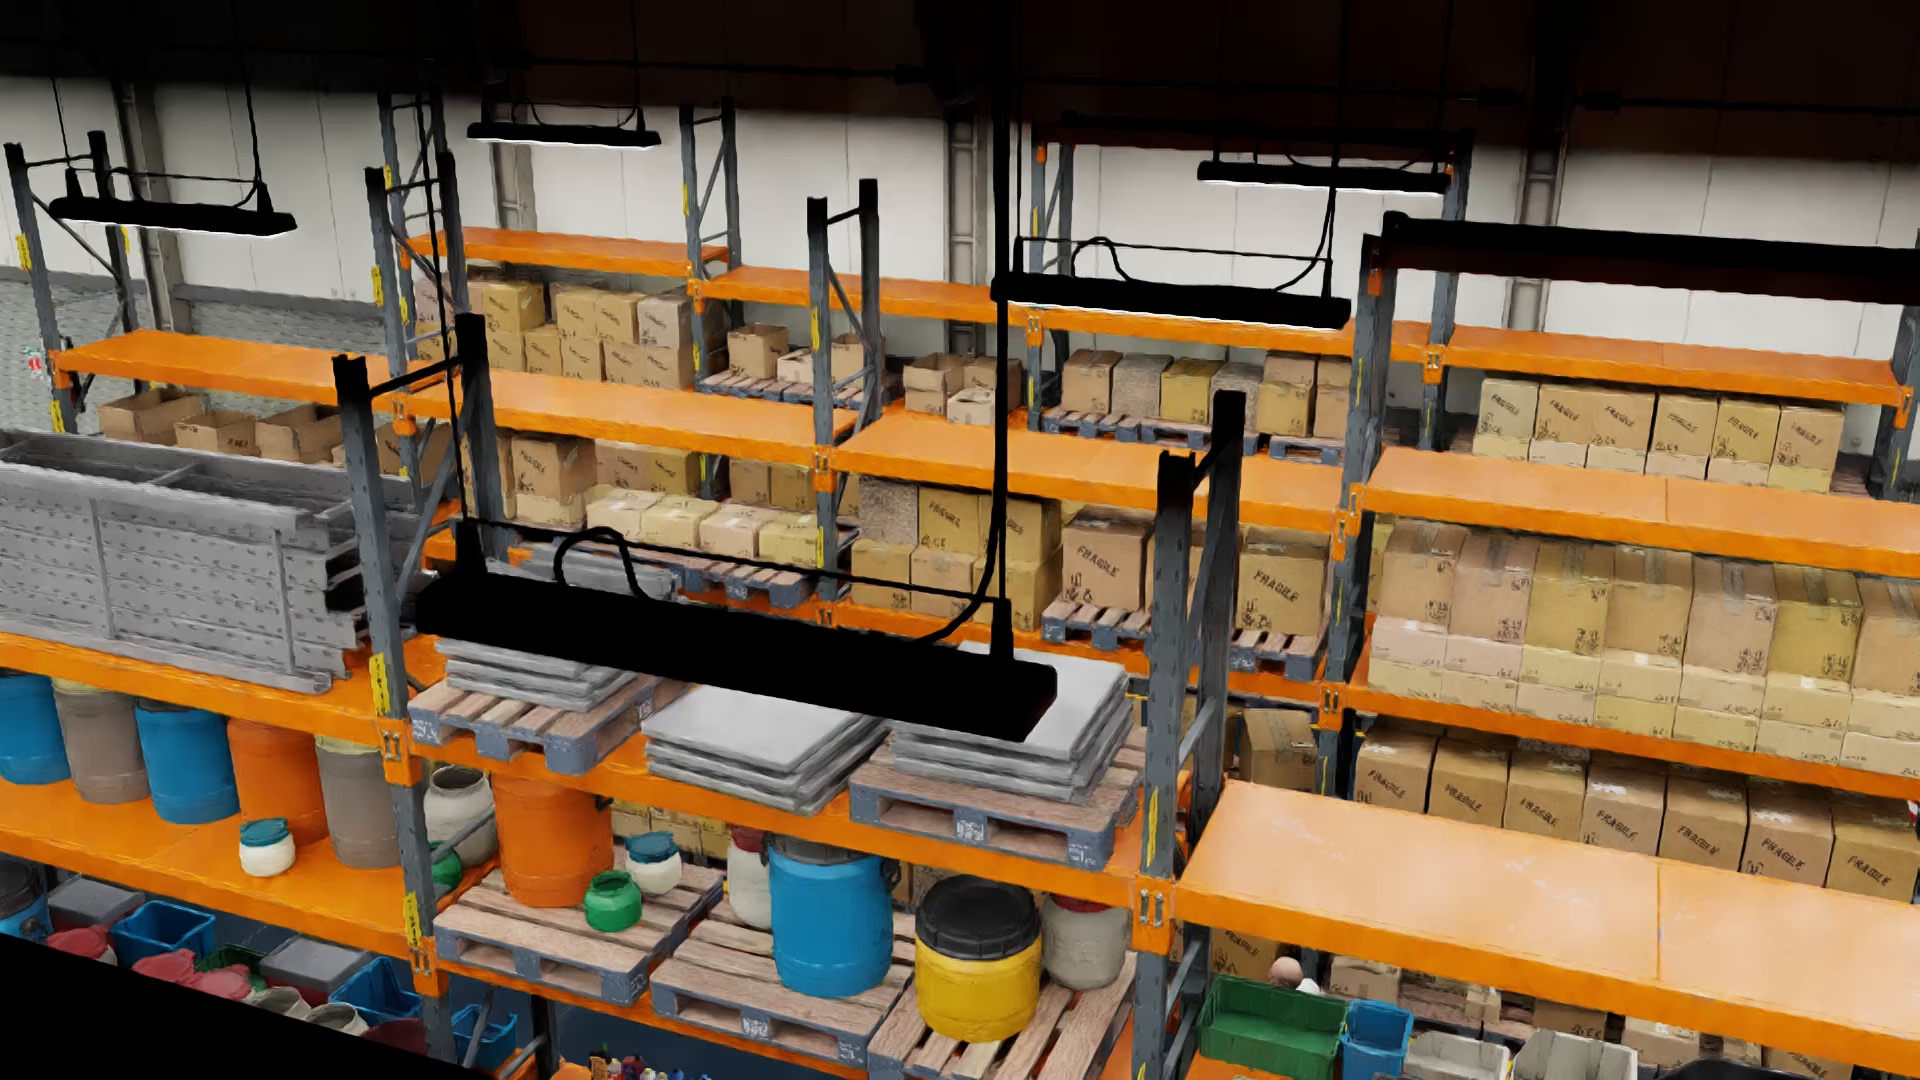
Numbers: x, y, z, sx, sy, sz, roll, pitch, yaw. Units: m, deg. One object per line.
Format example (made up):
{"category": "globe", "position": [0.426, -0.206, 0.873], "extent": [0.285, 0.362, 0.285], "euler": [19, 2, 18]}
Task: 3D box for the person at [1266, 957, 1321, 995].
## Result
{"category": "person", "position": [2.222, 3.484, 10.824], "extent": [0.546, 1.733, 0.729], "euler": [7, 22, 18]}
